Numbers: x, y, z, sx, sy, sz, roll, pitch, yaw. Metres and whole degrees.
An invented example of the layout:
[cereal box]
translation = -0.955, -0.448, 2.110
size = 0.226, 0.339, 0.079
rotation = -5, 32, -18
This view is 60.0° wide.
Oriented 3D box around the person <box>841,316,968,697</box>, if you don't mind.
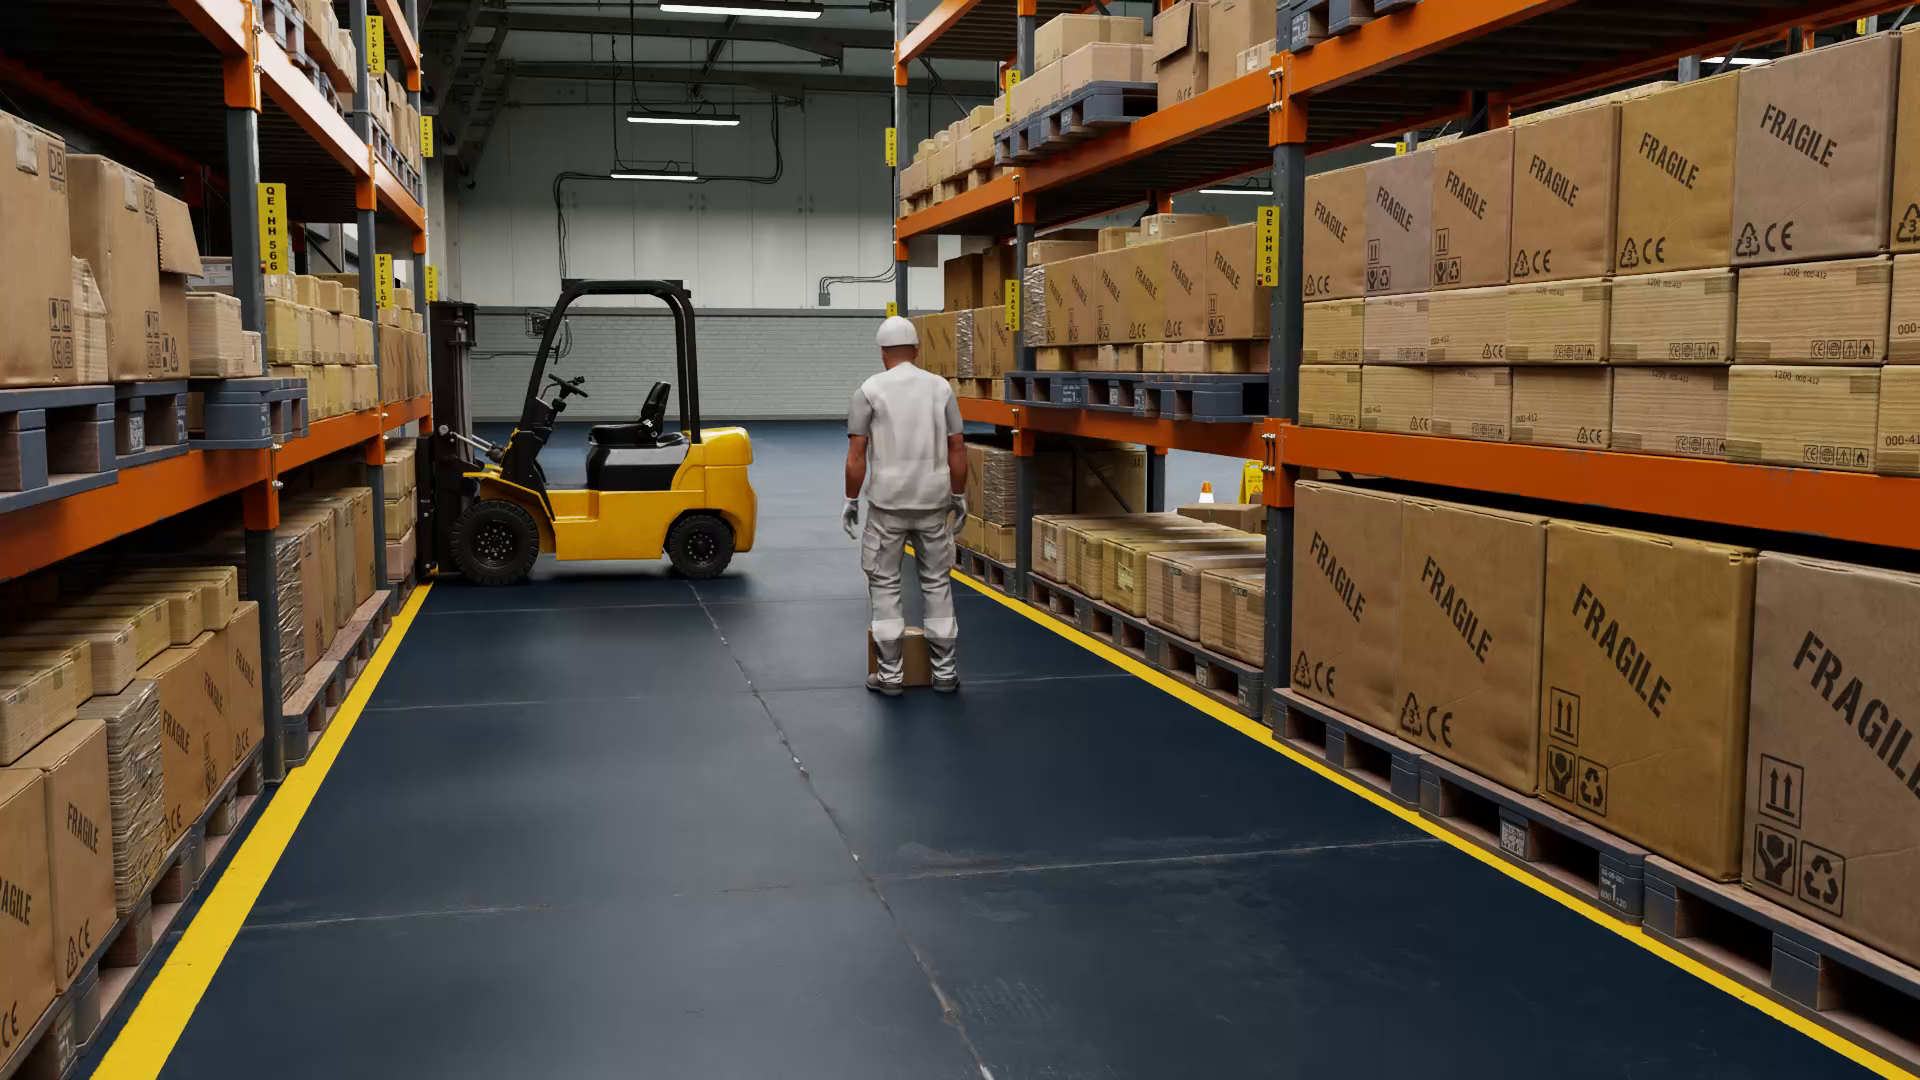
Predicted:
[person]
translation = -0.257, -0.163, 7.865
size = 0.622, 1.779, 0.452
rotation = -2, 6, -15
